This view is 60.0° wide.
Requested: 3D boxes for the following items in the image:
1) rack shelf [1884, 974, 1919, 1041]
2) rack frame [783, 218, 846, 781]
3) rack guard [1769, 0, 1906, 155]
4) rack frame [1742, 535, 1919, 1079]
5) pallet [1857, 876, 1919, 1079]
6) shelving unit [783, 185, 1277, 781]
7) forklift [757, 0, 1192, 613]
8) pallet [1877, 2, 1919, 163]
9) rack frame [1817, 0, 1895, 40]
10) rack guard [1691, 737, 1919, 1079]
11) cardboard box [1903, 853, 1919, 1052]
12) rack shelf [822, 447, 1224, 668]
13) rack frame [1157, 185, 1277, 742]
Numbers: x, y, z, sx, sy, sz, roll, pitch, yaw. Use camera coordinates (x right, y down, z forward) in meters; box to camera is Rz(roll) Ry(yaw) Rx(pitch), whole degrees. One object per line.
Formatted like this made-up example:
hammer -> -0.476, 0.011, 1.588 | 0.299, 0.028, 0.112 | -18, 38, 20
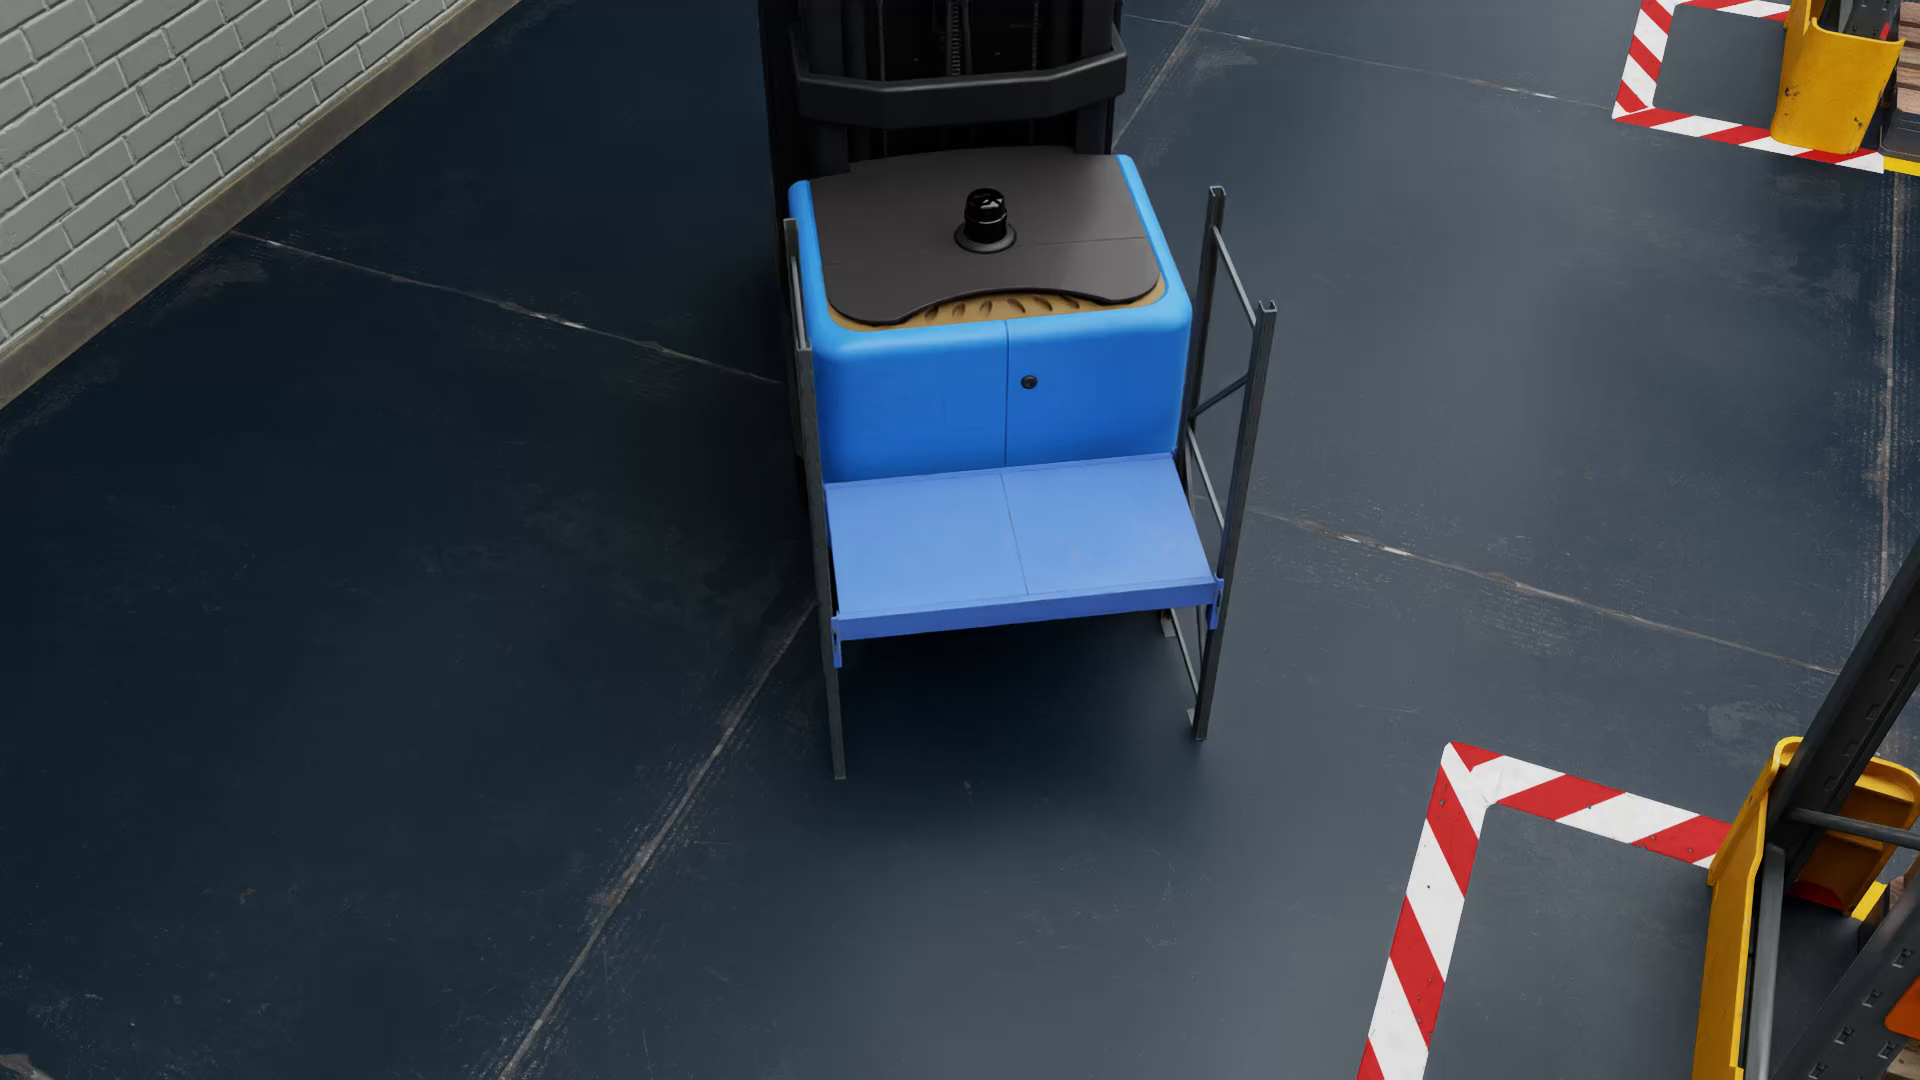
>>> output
rack shelf -> 3.710, 0.962, 2.667 | 4.000, 0.370, 1.077 | 16, 47, 16
rack frame -> -0.363, -0.044, 4.231 | 0.032, 1.500, 0.500 | -5, 45, -5
rack guard -> 3.748, -2.172, 7.078 | 0.348, 0.500, 1.175 | 16, 47, 16
rack frame -> 1.864, 0.163, 2.959 | 0.127, 3.000, 1.000 | 16, 47, 16
pallet -> 2.671, 1.389, 3.705 | 1.213, 0.211, 1.003 | 16, 47, 16
shelving unit -> 0.141, -0.092, 4.279 | 1.048, 1.500, 0.538 | -5, 45, -5
forklift -> -0.095, -1.858, 5.040 | 1.130, 2.935, 3.031 | -6, 45, -6
pallet -> 4.521, -1.822, 6.932 | 1.213, 0.211, 1.003 | 16, 47, 16
rack frame -> 3.775, -3.060, 6.199 | 0.127, 3.000, 1.000 | 16, 47, 16
rack guard -> 1.934, 1.070, 3.820 | 0.348, 0.500, 1.175 | 16, 47, 16
cardboard box -> 2.461, 0.881, 3.698 | 0.500, 0.500, 0.500 | 16, 47, 16
rack shelf -> 0.141, 0.035, 4.406 | 1.000, 0.185, 0.538 | -5, 45, -5
rack frame -> 0.644, -0.140, 4.328 | 0.032, 1.500, 0.500 | -5, 45, -5
